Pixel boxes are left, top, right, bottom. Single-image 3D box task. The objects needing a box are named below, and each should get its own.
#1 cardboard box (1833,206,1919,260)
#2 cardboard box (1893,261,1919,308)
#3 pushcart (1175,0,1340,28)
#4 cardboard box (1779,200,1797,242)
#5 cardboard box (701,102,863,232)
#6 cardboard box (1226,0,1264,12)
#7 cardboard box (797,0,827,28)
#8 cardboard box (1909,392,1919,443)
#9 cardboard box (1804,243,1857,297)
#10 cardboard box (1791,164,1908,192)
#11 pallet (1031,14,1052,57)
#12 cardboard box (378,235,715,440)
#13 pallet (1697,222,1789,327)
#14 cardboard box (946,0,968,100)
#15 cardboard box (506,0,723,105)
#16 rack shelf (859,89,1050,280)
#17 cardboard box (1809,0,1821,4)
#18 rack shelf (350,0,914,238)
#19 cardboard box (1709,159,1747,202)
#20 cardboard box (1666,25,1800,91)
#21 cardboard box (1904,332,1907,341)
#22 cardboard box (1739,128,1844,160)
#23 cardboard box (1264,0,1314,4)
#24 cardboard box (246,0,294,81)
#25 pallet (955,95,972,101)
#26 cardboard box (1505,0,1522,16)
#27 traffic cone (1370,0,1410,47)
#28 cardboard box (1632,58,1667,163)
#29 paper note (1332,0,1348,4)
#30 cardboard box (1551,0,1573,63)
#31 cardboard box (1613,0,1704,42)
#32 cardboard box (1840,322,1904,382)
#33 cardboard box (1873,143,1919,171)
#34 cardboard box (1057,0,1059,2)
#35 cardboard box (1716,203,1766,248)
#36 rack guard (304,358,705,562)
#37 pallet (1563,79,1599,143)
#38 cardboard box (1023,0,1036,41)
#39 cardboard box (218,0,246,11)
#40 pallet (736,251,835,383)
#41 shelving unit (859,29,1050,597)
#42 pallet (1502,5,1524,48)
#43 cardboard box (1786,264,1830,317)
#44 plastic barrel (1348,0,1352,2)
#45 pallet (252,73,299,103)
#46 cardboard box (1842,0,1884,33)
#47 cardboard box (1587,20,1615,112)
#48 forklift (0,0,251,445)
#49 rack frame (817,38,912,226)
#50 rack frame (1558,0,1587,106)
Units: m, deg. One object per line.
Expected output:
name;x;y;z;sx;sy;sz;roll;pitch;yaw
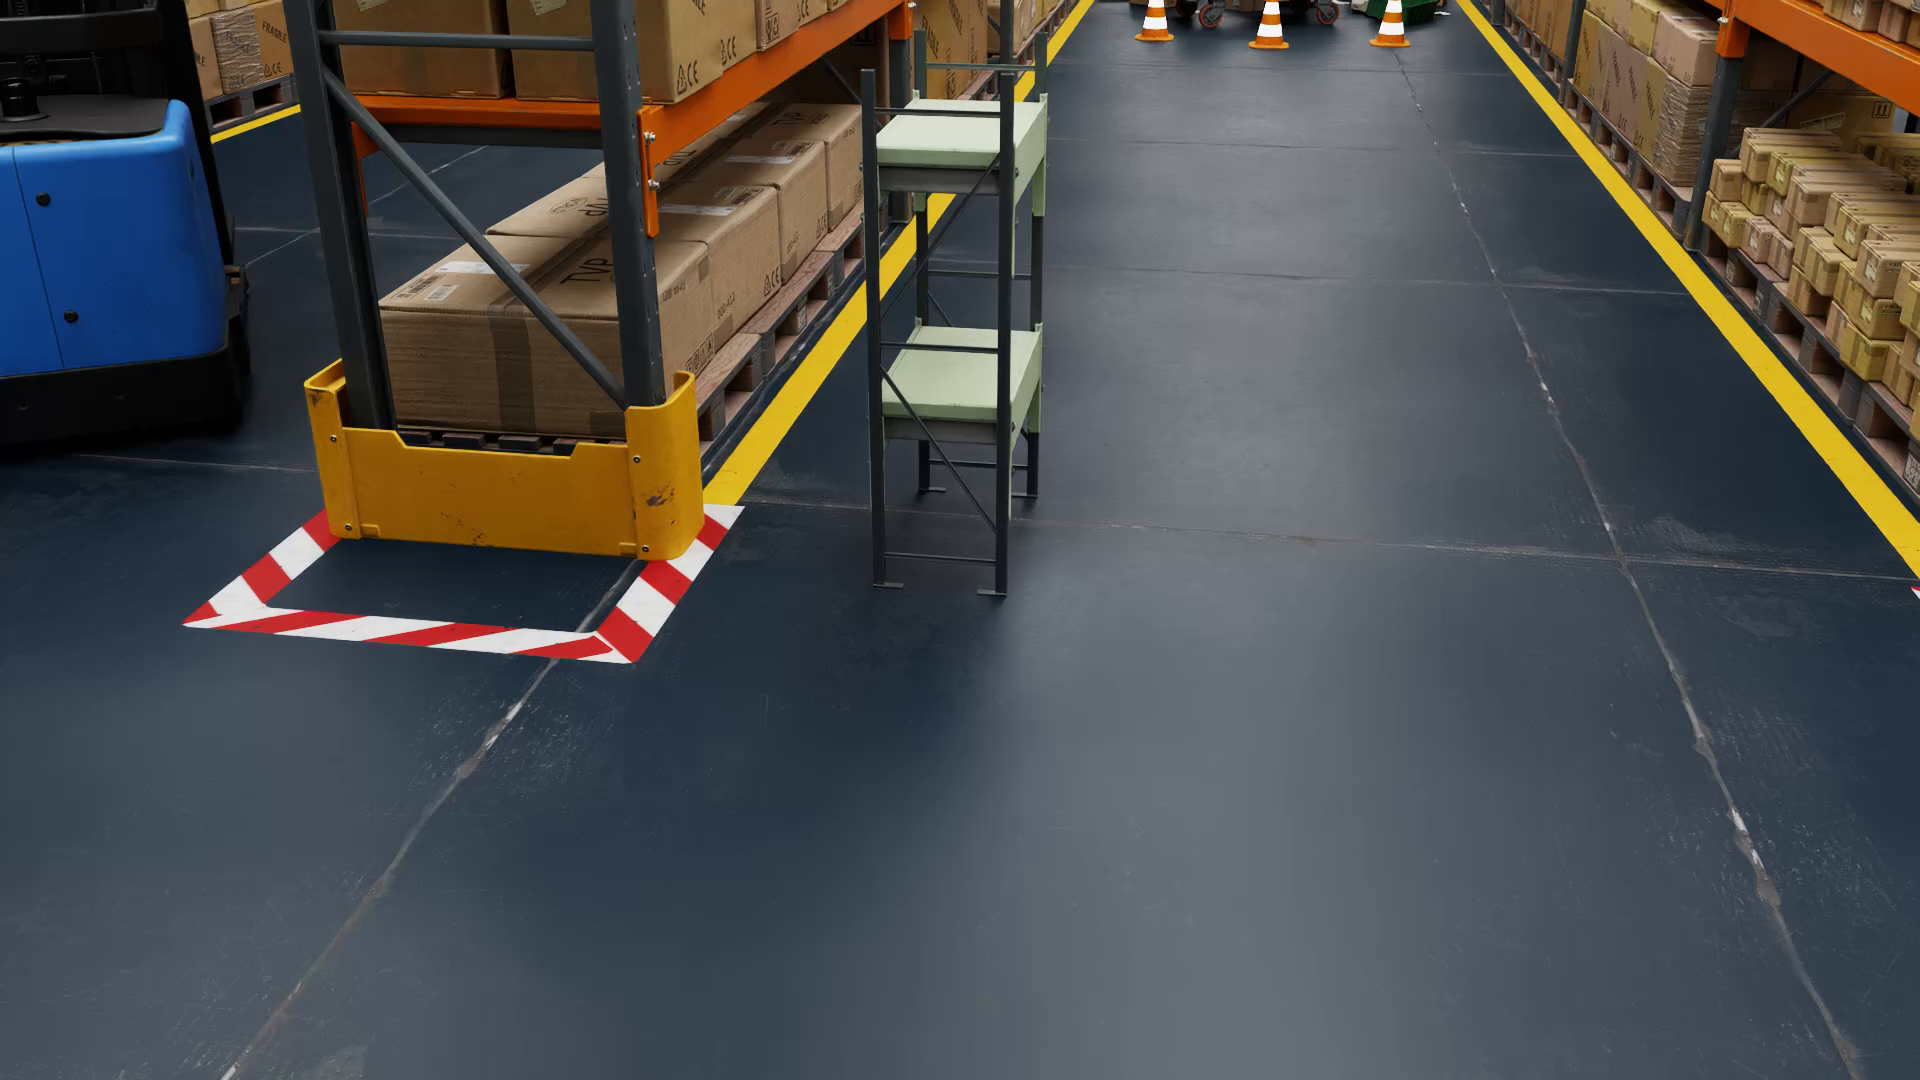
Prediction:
cardboard box;3.599;-1.170;6.377;0.380;0.149;0.250;4;25;9
cardboard box;3.443;-0.840;5.671;0.380;0.149;0.250;3;25;6
pushcart;2.805;-5.105;15.711;1.648;0.377;0.936;-5;25;-10
cardboard box;3.761;-1.358;7.130;0.380;0.149;0.250;3;25;6
cardboard box;-0.968;-1.858;8.209;0.875;0.438;0.875;4;25;8
cardboard box;2.798;-5.383;16.438;0.258;0.266;0.396;-14;29;-27
cardboard box;-0.830;-2.272;6.449;0.500;0.500;0.500;5;26;10
cardboard box;3.309;-0.358;5.344;0.380;0.149;0.250;5;26;10
cardboard box;3.524;-1.042;6.455;0.380;0.149;0.250;4;25;9
cardboard box;3.763;-1.491;7.062;0.380;0.149;0.250;3;25;7
pallet;0.225;-4.329;14.250;1.003;0.211;1.213;4;25;9
cardboard box;-1.404;-0.723;5.784;0.875;0.438;0.875;3;25;7
pallet;4.066;-1.237;7.643;1.003;0.211;1.213;4;25;9
cardboard box;-0.451;-3.329;10.834;0.875;0.875;0.875;4;25;9
cardboard box;-1.052;-1.637;5.091;0.500;0.500;0.500;4;25;8
rack shelf;0.001;-1.036;4.773;0.431;0.370;0.720;4;25;9
cardboard box;3.811;-2.345;7.018;0.380;0.149;0.250;3;25;6
rack shelf;-1.086;-1.921;6.665;1.077;0.370;4.000;4;25;9
cardboard box;3.765;-1.687;7.833;0.380;0.149;0.250;5;26;11
cardboard box;4.013;-2.510;8.642;0.500;0.250;0.500;3;25;7
cardboard box;3.520;-0.707;5.739;0.380;0.149;0.250;4;25;8
cardboard box;3.880;-1.822;7.769;0.380;0.149;0.250;5;26;11
cardboard box;3.267;-5.732;16.741;0.797;0.637;0.503;4;25;9
cardboard box;-5.036;-3.538;11.723;0.500;0.500;0.500;5;26;11
pallet;-0.511;-2.660;10.685;1.003;0.211;1.213;4;25;9
cardboard box;5.435;-5.034;14.625;1.050;0.750;0.750;4;25;8
traffic cone;3.739;-4.524;14.368;0.336;0.463;0.334;4;25;9
cardboard box;4.097;-2.383;9.255;0.500;0.500;0.500;3;25;7
paper note;3.864;-5.475;16.921;0.172;0.023;0.155;13;28;26
cardboard box;4.982;-3.876;12.150;1.050;0.750;0.750;4;25;8
cardboard box;4.266;-3.164;10.040;0.500;0.250;0.500;4;25;9
cardboard box;3.445;-0.678;6.028;0.380;0.149;0.250;3;25;6
cardboard box;4.336;-1.675;7.456;0.380;0.149;0.250;4;25;9
cardboard box;0.465;-5.210;15.447;0.950;0.372;0.625;4;25;9
cardboard box;3.720;-1.441;7.657;0.380;0.149;0.250;5;26;10
rack guard;-1.417;-0.269;5.234;1.175;0.500;0.348;4;25;9
pallet;4.665;-2.866;11.124;1.003;0.211;1.213;4;25;9
cardboard box;0.109;-4.301;13.506;0.950;0.372;0.625;4;25;8
cardboard box;-5.079;-3.674;11.249;0.380;0.149;0.250;3;25;6
pallet;-1.158;-0.996;7.130;1.003;0.211;1.213;4;25;9
shelving unit;0.001;-0.682;4.938;0.431;1.500;0.755;4;25;9
pallet;5.396;-4.538;14.696;1.003;0.211;1.213;4;25;9
cardboard box;3.592;-1.006;6.729;0.380;0.149;0.250;3;25;7
plastic barrel;4.120;-5.543;16.592;0.421;0.421;0.512;-20;32;-36
pallet;-5.163;-3.526;12.535;1.003;0.211;1.213;4;25;9
cardboard box;3.604;-2.019;6.322;0.380;0.149;0.250;5;26;11
cardboard box;4.348;-3.025;10.628;0.500;0.500;0.500;4;25;9
forklift;-3.655;-2.228;6.552;1.130;2.935;3.031;-9;27;-19
rack frame;-0.760;-3.084;8.300;1.000;3.000;0.127;4;25;9
rack frame;4.794;-4.456;11.231;1.000;3.000;0.127;4;25;9
